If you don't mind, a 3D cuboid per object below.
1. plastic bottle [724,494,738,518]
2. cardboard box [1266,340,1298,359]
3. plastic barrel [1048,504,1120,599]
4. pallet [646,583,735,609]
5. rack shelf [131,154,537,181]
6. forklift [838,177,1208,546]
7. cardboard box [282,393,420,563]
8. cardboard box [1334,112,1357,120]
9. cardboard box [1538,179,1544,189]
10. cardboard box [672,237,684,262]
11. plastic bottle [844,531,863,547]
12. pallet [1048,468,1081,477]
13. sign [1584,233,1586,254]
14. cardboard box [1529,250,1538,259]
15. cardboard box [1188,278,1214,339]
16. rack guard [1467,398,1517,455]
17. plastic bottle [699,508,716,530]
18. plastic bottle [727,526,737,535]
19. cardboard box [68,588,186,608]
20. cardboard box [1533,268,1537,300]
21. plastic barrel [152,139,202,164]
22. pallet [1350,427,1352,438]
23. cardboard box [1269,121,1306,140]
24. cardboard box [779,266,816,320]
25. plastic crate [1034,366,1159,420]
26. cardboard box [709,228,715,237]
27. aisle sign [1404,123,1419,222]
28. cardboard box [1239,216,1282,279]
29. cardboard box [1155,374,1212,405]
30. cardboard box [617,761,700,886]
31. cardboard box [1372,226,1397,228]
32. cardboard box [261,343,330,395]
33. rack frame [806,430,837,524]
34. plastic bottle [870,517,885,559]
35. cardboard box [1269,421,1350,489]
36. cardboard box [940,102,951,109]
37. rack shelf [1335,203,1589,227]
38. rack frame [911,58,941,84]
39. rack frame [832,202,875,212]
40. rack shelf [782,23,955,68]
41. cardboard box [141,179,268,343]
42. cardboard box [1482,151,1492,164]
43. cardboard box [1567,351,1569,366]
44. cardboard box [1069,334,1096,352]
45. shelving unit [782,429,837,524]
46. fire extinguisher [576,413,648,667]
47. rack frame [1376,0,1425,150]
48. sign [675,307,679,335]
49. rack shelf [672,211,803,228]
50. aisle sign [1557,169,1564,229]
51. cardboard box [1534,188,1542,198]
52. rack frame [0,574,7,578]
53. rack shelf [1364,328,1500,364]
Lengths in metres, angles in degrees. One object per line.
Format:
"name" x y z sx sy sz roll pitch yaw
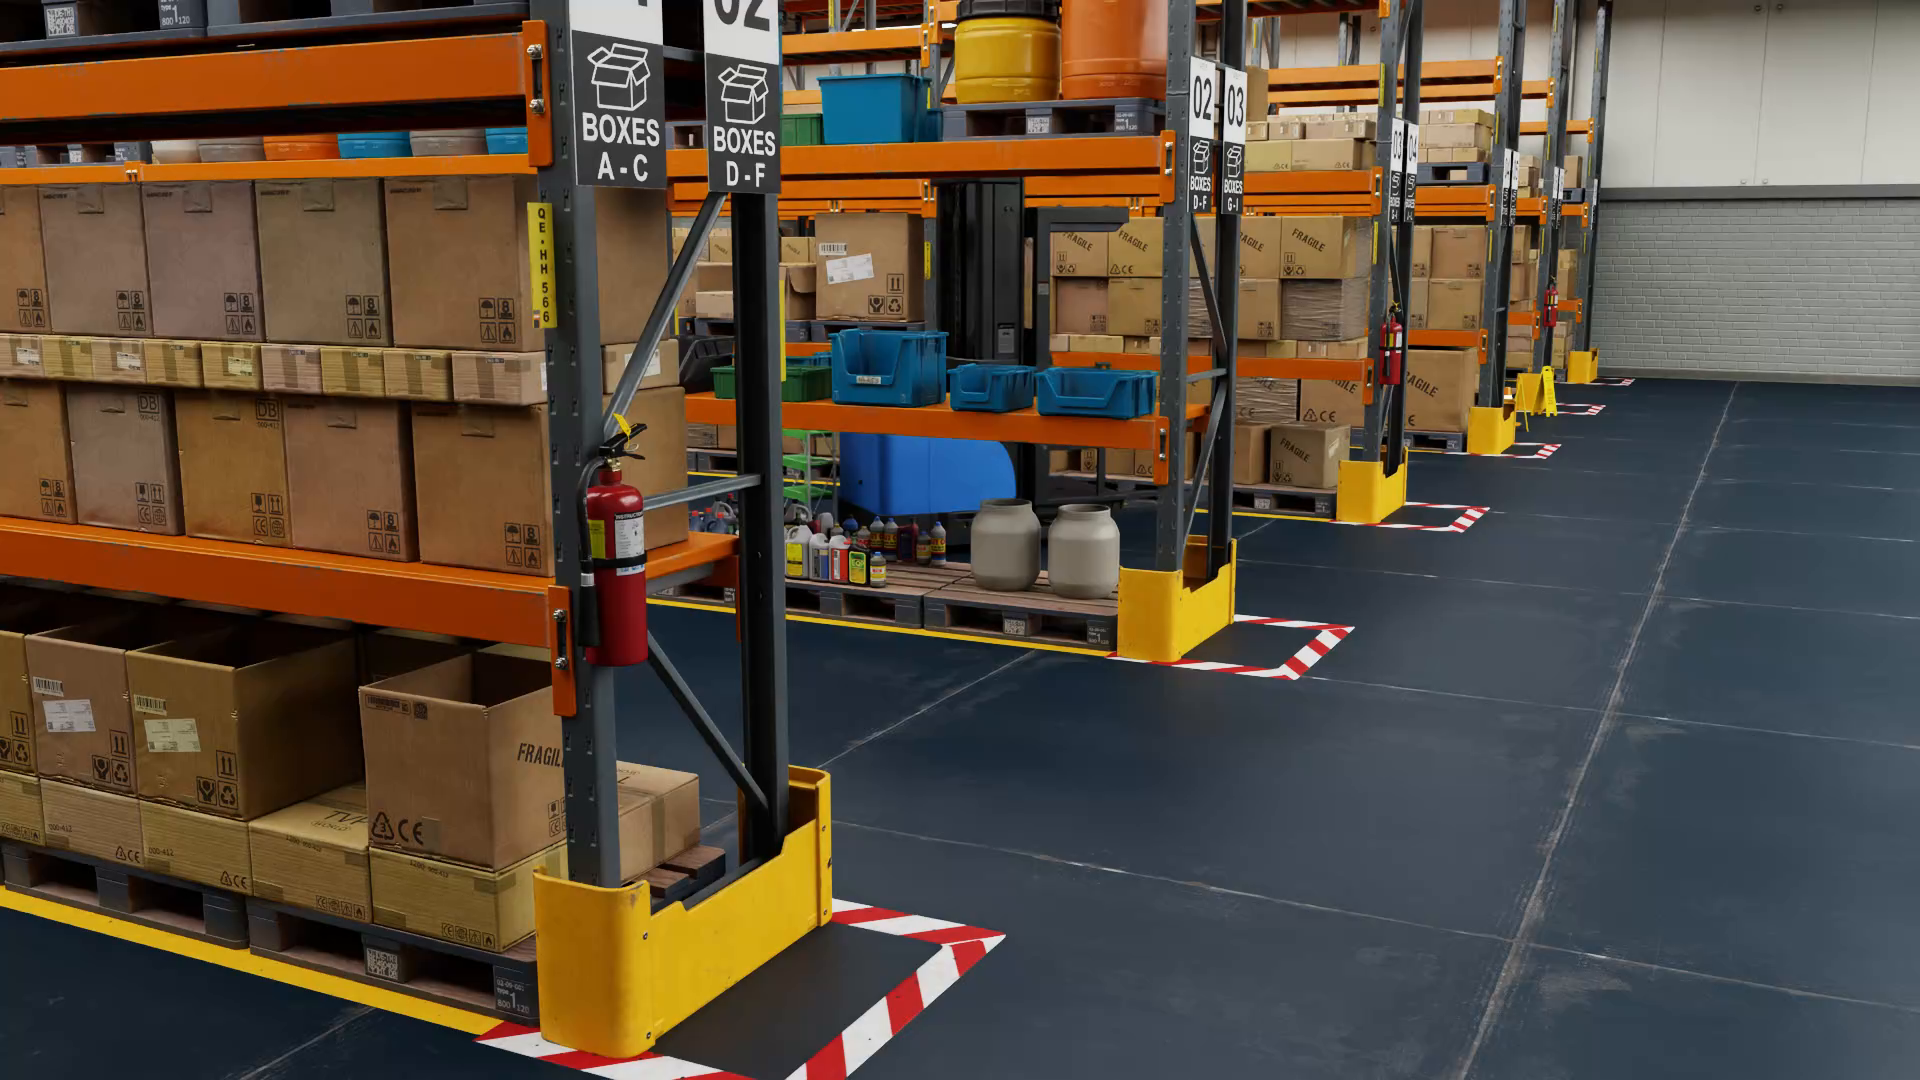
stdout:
"plastic bottle" -1.533 -0.137 11.265 0.185 0.351 0.144 5 11 24
"cardboard box" 2.722 -1.601 13.861 0.250 0.149 0.380 5 11 26
"plastic barrel" 0.725 0.065 9.756 0.421 0.512 0.421 0 10 0
"pallet" -1.655 0.203 11.014 1.213 0.211 1.003 5 11 26
"rack shelf" -4.032 -2.508 11.762 4.000 0.370 1.077 5 11 26
"forklift" 0.629 -1.492 12.746 3.031 2.935 1.130 -4 11 -23
"cardboard box" -1.733 -0.251 5.413 0.500 0.500 0.700 5 12 27
"cardboard box" 4.233 -4.562 18.096 0.250 0.149 0.380 5 11 25
"cardboard box" 9.241 -5.705 26.652 0.250 0.149 0.380 5 11 24
"cardboard box" -4.740 -4.887 28.224 0.500 0.500 0.500 5 11 26
"plastic bottle" -0.660 0.091 10.196 0.133 0.283 0.061 5 11 26
"pallet" 0.571 -0.600 15.452 1.213 0.211 1.003 5 11 26
"sign" 9.865 -4.681 26.253 0.005 0.325 0.100 5 11 26
"cardboard box" 9.222 -4.620 26.897 0.250 0.149 0.380 5 12 27
"cardboard box" 2.128 -2.014 14.319 0.500 0.500 0.875 5 11 26
"rack guard" 5.847 -1.256 18.269 0.348 0.500 1.175 5 11 26
"plastic bottle" -1.635 -0.034 10.701 0.185 0.351 0.144 5 11 26
"plastic bottle" -1.399 0.056 10.389 0.133 0.283 0.061 6 12 28
"cardboard box" -3.028 0.422 6.414 0.500 0.500 0.500 5 11 26
"cardboard box" 9.099 -4.168 27.058 0.500 0.500 0.500 5 12 28
"plastic barrel" -5.683 -3.001 12.153 0.421 0.512 0.421 0 10 0
"pallet" 3.984 -1.263 19.116 1.213 0.211 1.003 5 11 26
"cardboard box" 2.678 -3.318 13.519 0.250 0.149 0.380 4 11 23
"cardboard box" -1.642 -2.399 16.092 0.637 0.503 0.797 6 12 32
"plastic crate" 0.767 -0.832 9.320 0.616 0.251 0.499 5 11 26
"cardboard box" -4.136 -5.157 27.890 0.250 0.149 0.380 5 11 25
"aisle sign" 3.728 -3.026 13.730 0.004 0.787 0.394 5 11 26
"cardboard box" 2.487 -2.434 13.833 0.500 0.500 0.500 5 11 26
"cardboard box" 2.771 -1.904 19.614 0.875 0.875 0.875 5 11 27
"cardboard box" -1.229 0.946 5.621 0.500 0.250 0.500 5 11 26
"cardboard box" 6.031 -4.106 23.072 0.500 0.500 0.700 5 11 25
"cardboard box" -1.963 -0.551 5.250 0.250 0.149 0.380 5 11 27
"rack frame" -1.050 -0.587 12.607 0.240 1.200 0.015 -6 12 -31
"plastic bottle" -0.537 -0.015 10.814 0.097 0.271 0.097 0 10 0
"cardboard box" 2.988 -0.733 14.195 0.500 0.500 0.500 8 13 36
"cardboard box" -0.425 -3.806 15.443 0.637 0.503 0.797 4 11 23
"rack shelf" 8.324 -5.360 27.518 4.000 0.370 1.077 5 11 26
"rack frame" -0.643 -7.978 31.541 0.127 3.000 1.000 5 11 26
"rack frame" -1.349 -3.119 21.540 0.127 3.000 1.000 5 11 26
"rack shelf" -1.841 -4.578 15.901 4.000 0.370 1.077 5 11 26
"cardboard box" -2.233 -0.933 5.539 0.500 0.500 0.700 5 11 26
"cardboard box" 5.660 -4.175 18.198 0.250 0.149 0.380 5 11 26
"cardboard box" 9.764 -3.003 27.444 0.500 0.250 0.500 5 11 26
"cardboard box" 1.145 -1.736 14.606 0.250 0.149 0.380 5 11 26
"shelving unit" -1.179 -0.624 12.811 0.258 1.200 0.503 -6 12 -31
"fire extinguisher" -0.946 -0.001 4.529 0.183 0.674 0.296 5 11 26
"rack frame" 3.540 -4.656 13.189 0.127 3.000 1.000 5 11 26
"sign" -1.985 -1.452 11.550 0.005 0.325 0.100 5 11 26
"rack shelf" -4.630 -5.512 28.361 4.000 0.370 1.077 5 11 26
"aisle sign" 8.118 -4.611 22.484 0.004 0.787 0.394 5 11 26
"cardboard box" 7.771 -4.717 22.655 0.250 0.149 0.380 5 11 26
"rack frame" -4.434 -0.438 6.725 0.127 3.000 1.000 5 11 26
"rack shelf" 4.032 -2.292 18.991 4.000 0.370 1.077 5 11 26
